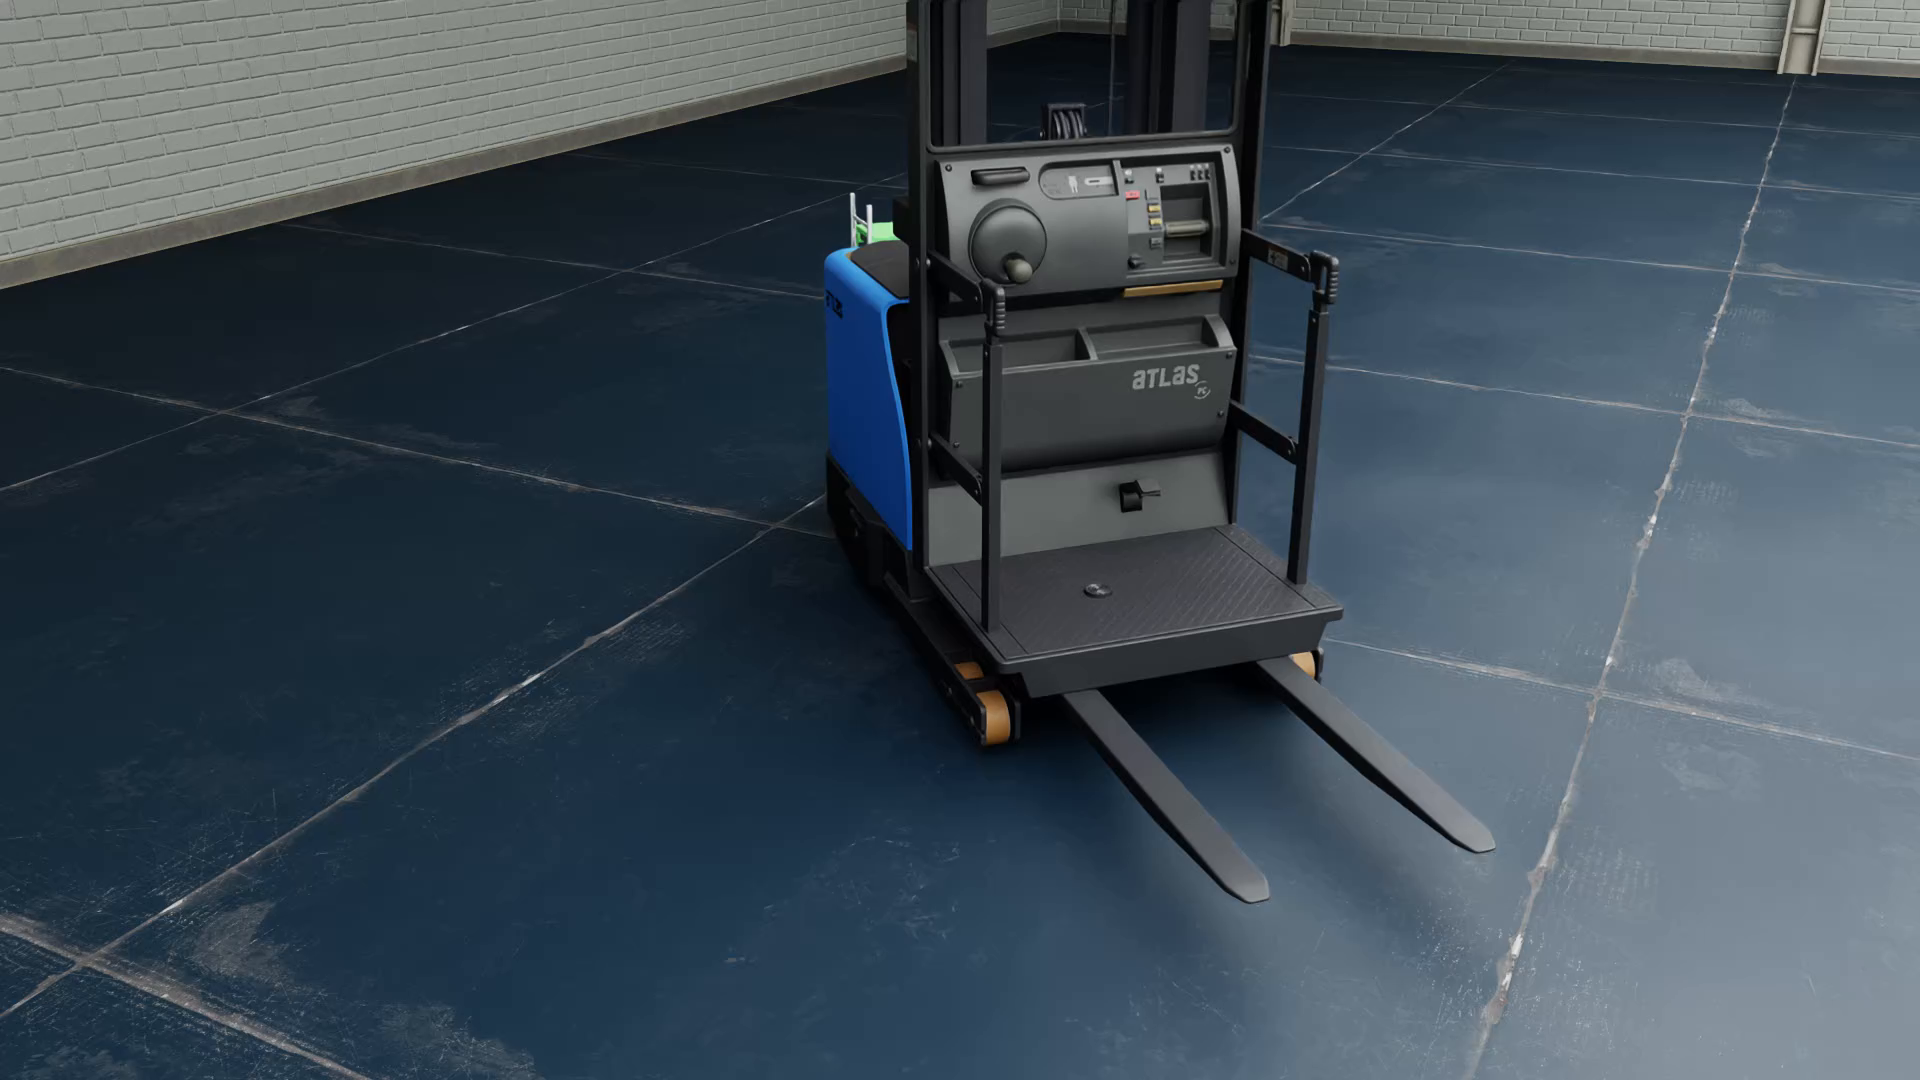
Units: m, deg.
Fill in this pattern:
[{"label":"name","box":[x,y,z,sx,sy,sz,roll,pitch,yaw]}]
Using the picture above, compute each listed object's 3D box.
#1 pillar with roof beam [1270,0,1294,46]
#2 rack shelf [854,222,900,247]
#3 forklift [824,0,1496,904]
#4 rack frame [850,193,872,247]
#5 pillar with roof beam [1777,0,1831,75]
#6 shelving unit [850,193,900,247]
[{"label":"pillar with roof beam","box":[1.976,-8.874,15.617,0.400,9.000,9.100,11,25,25]},{"label":"rack shelf","box":[-0.137,-1.120,6.288,0.480,0.148,0.258,-8,24,-18]},{"label":"forklift","box":[0.464,-0.927,4.684,1.130,2.935,3.031,-8,24,-18]},{"label":"rack frame","box":[-0.367,-0.706,6.376,0.015,1.200,0.240,-8,24,-18]},{"label":"pillar with roof beam","box":[7.330,-7.814,13.126,0.400,9.000,9.100,11,25,25]},{"label":"shelving unit","box":[-0.137,-0.737,6.451,0.503,1.200,0.258,-8,24,-18]}]
